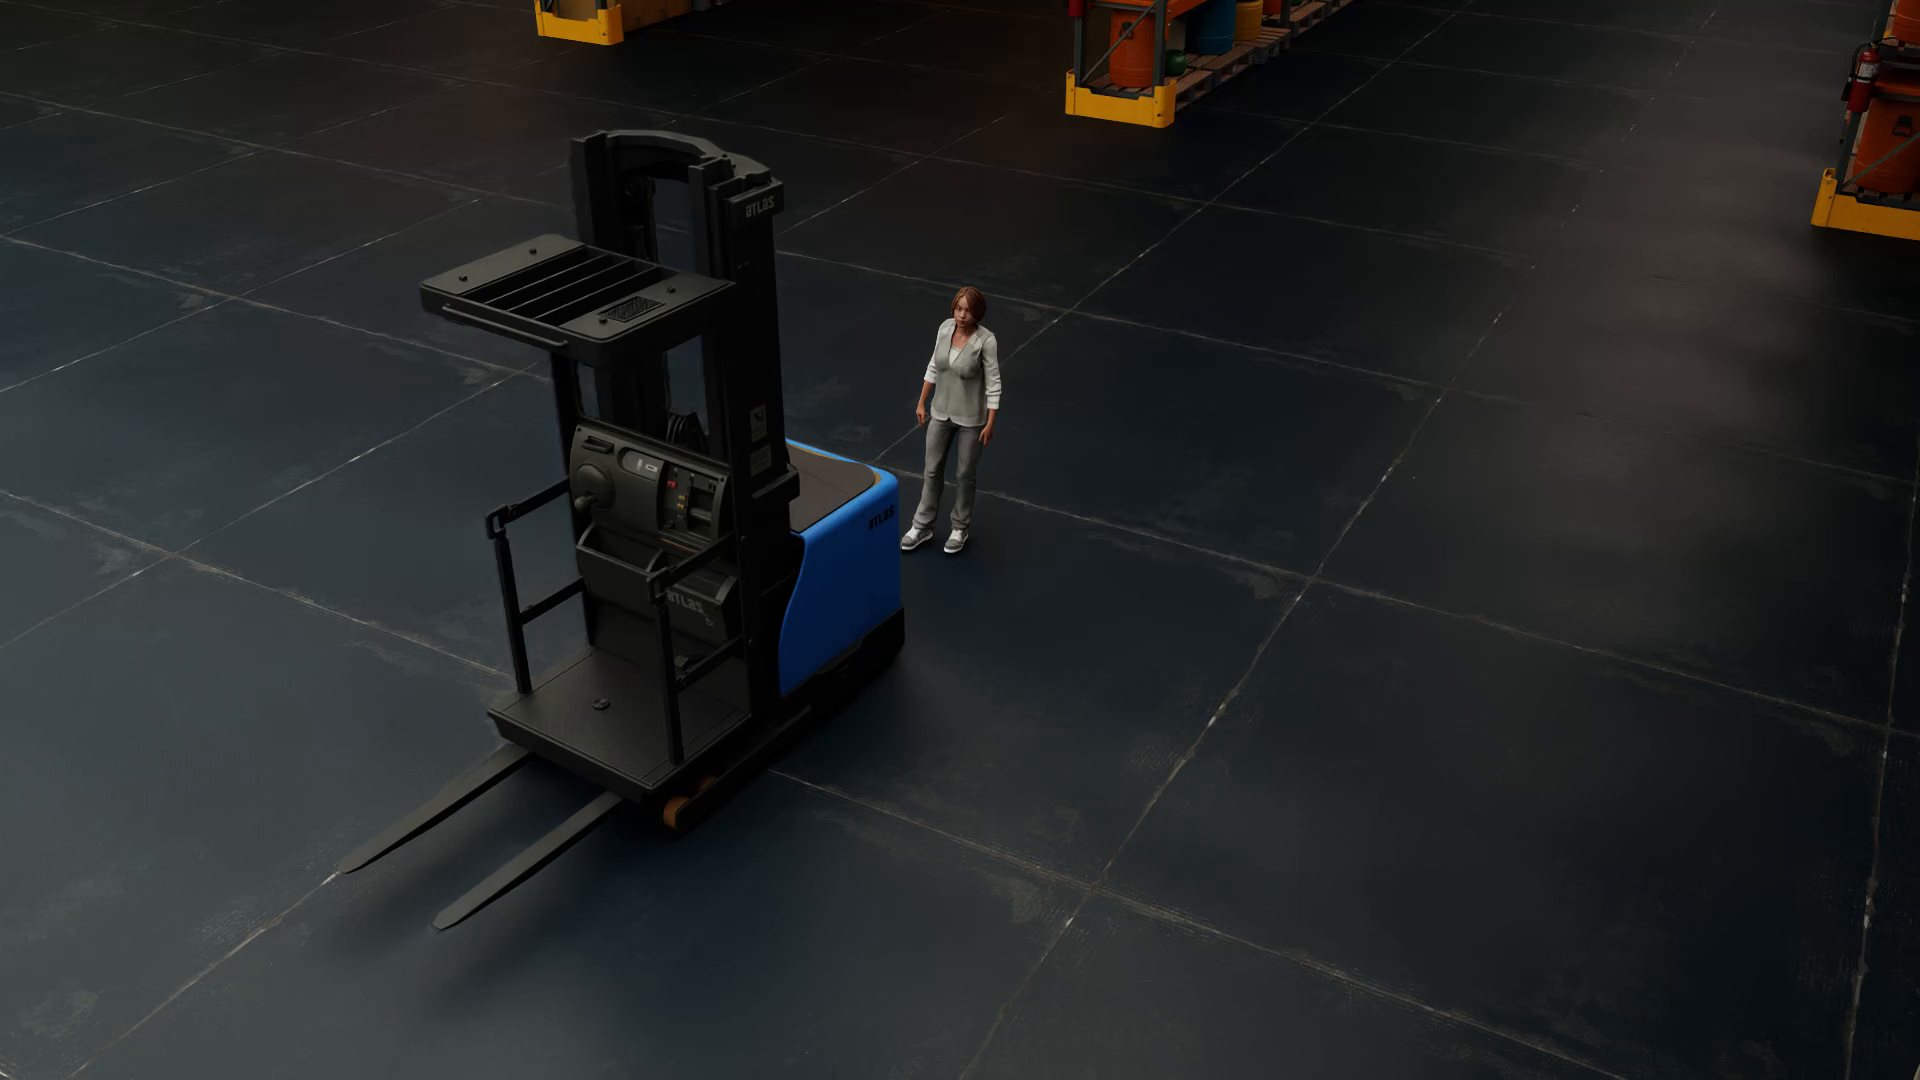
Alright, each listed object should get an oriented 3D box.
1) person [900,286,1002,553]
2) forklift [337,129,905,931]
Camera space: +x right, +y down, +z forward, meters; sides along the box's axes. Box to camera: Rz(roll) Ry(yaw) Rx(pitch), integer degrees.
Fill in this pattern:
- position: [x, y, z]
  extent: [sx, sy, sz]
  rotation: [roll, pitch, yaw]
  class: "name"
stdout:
- position: [-0.048, -0.666, 9.551]
  extent: [0.521, 1.592, 0.473]
  rotation: [15, 33, 25]
  class: "person"
- position: [-1.542, -0.200, 7.418]
  extent: [1.130, 2.935, 3.031]
  rotation: [19, 35, 29]
  class: "forklift"
